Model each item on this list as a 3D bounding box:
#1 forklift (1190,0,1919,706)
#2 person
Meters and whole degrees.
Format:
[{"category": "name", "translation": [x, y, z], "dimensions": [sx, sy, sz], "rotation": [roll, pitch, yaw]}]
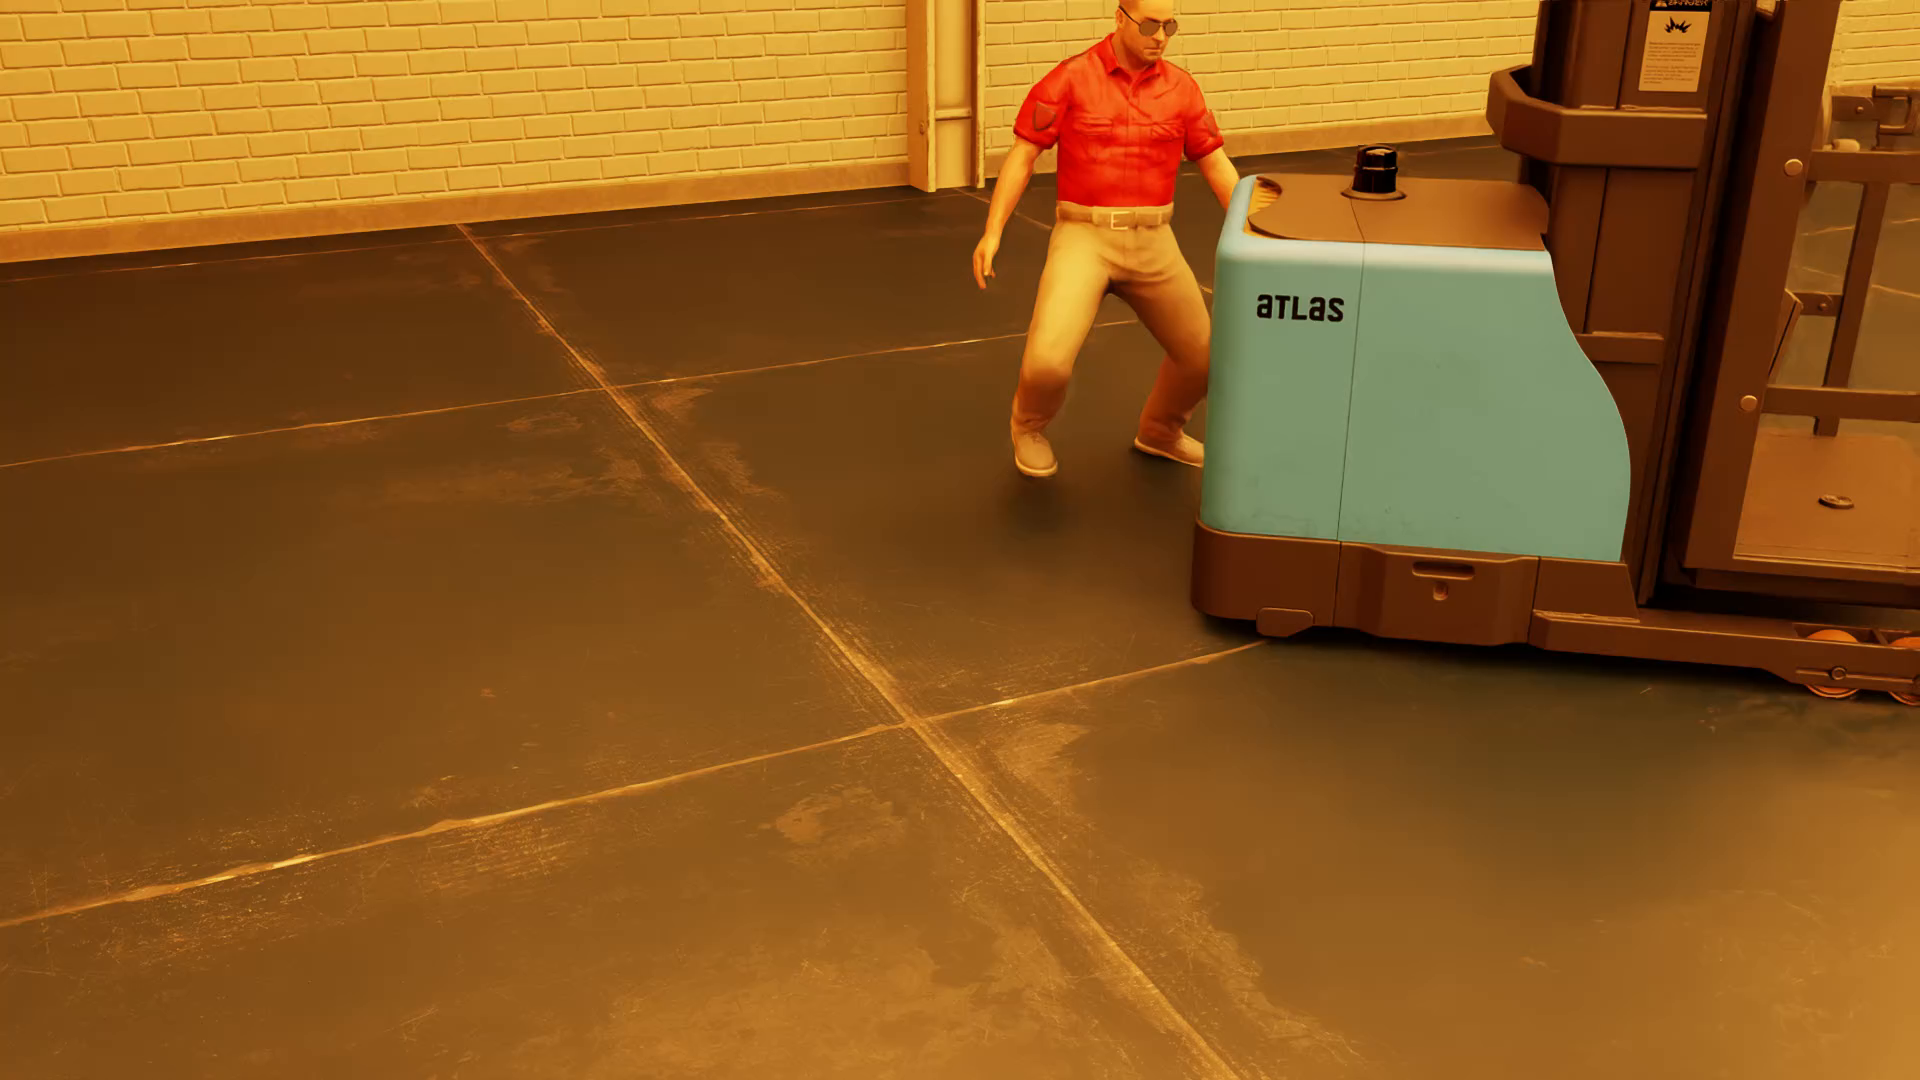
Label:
[{"category": "forklift", "translation": [2.197, -1.166, 4.094], "dimensions": [3.031, 2.935, 1.130], "rotation": [5, 23, 11]}, {"category": "person", "translation": [0.512, -0.943, 5.303], "dimensions": [0.947, 1.628, 0.606], "rotation": [-4, 23, -8]}]
